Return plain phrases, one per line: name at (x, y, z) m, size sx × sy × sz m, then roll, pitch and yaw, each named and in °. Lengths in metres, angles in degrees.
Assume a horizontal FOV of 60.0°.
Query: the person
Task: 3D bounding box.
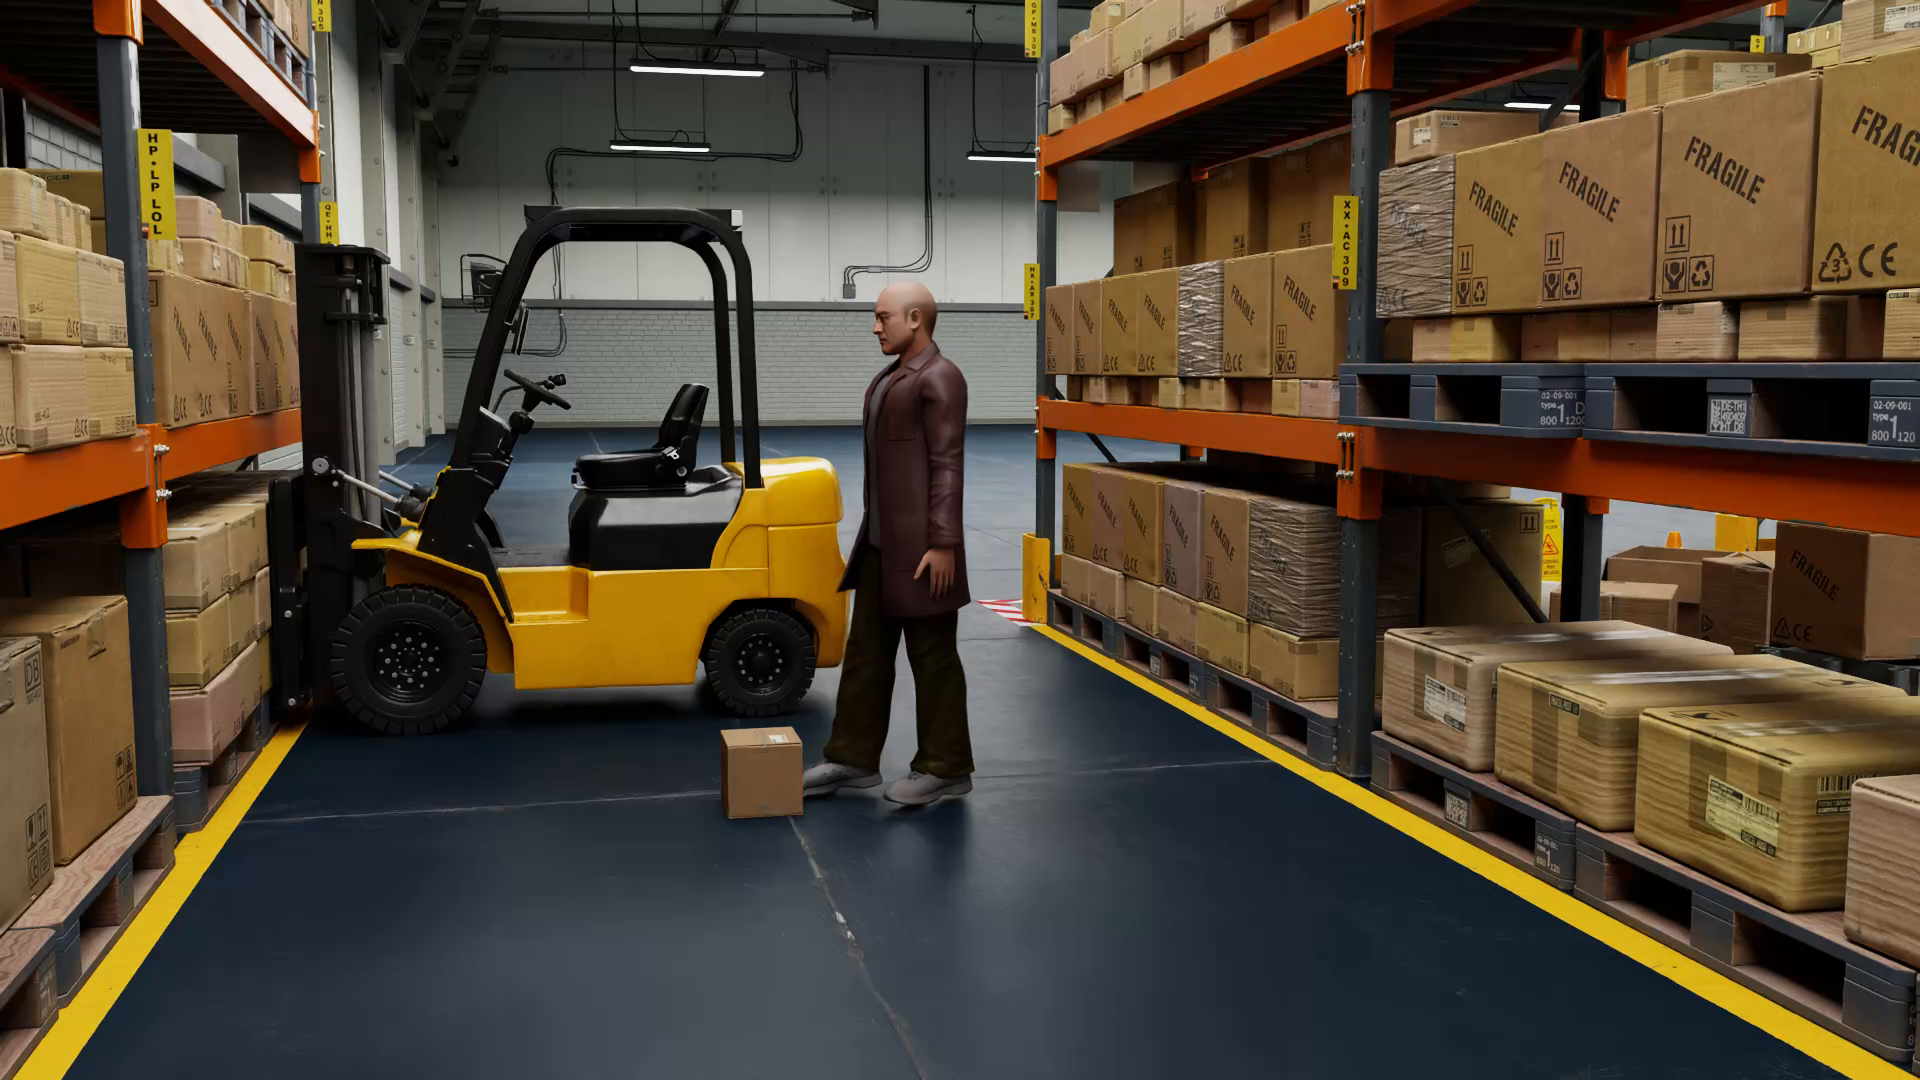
person at (-0.257, 0.016, 5.646) m, size 0.639 × 1.780 × 0.632 m, roll -3°, pitch 7°, yaw -25°
